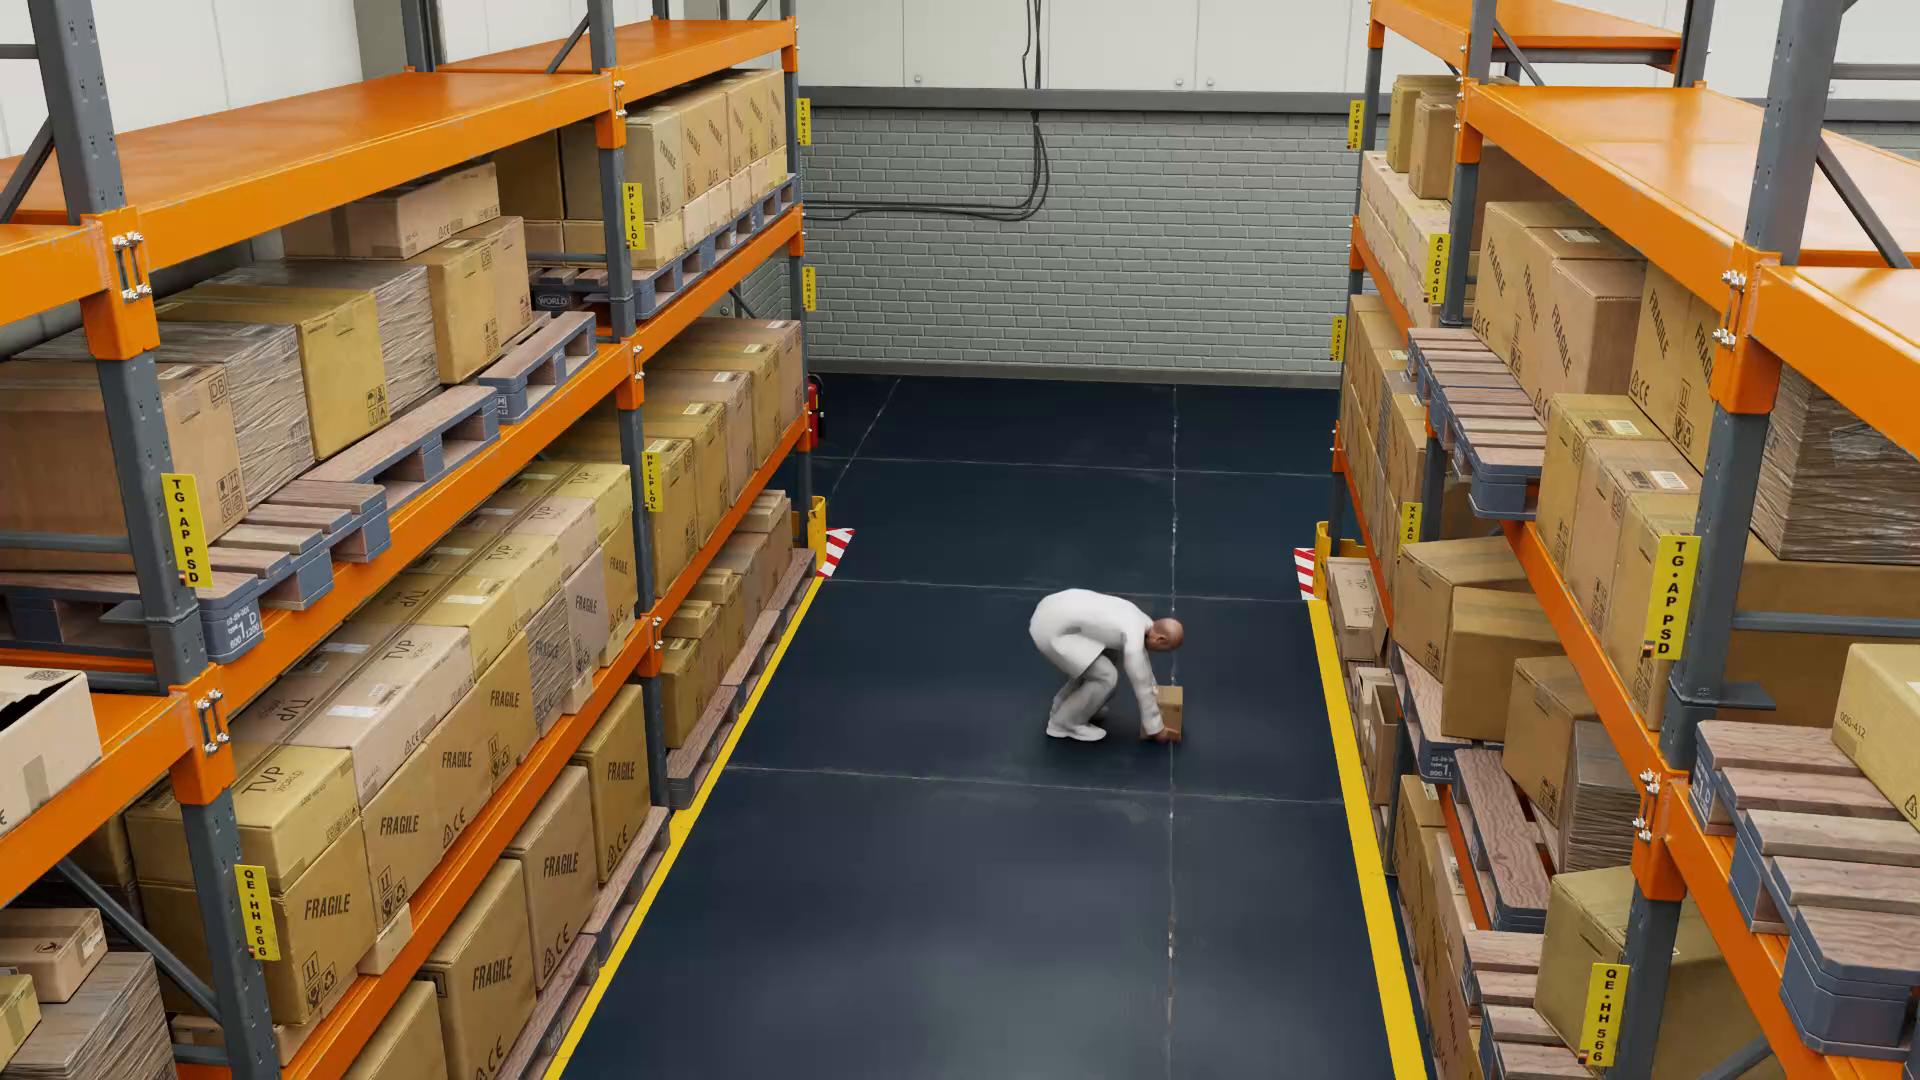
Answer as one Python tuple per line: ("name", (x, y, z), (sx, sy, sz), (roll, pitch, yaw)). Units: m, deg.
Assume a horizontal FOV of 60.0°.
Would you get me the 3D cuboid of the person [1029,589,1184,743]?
("person", (0.905, 0.761, 10.316), (0.954, 0.933, 0.595), (2, 21, 4))
